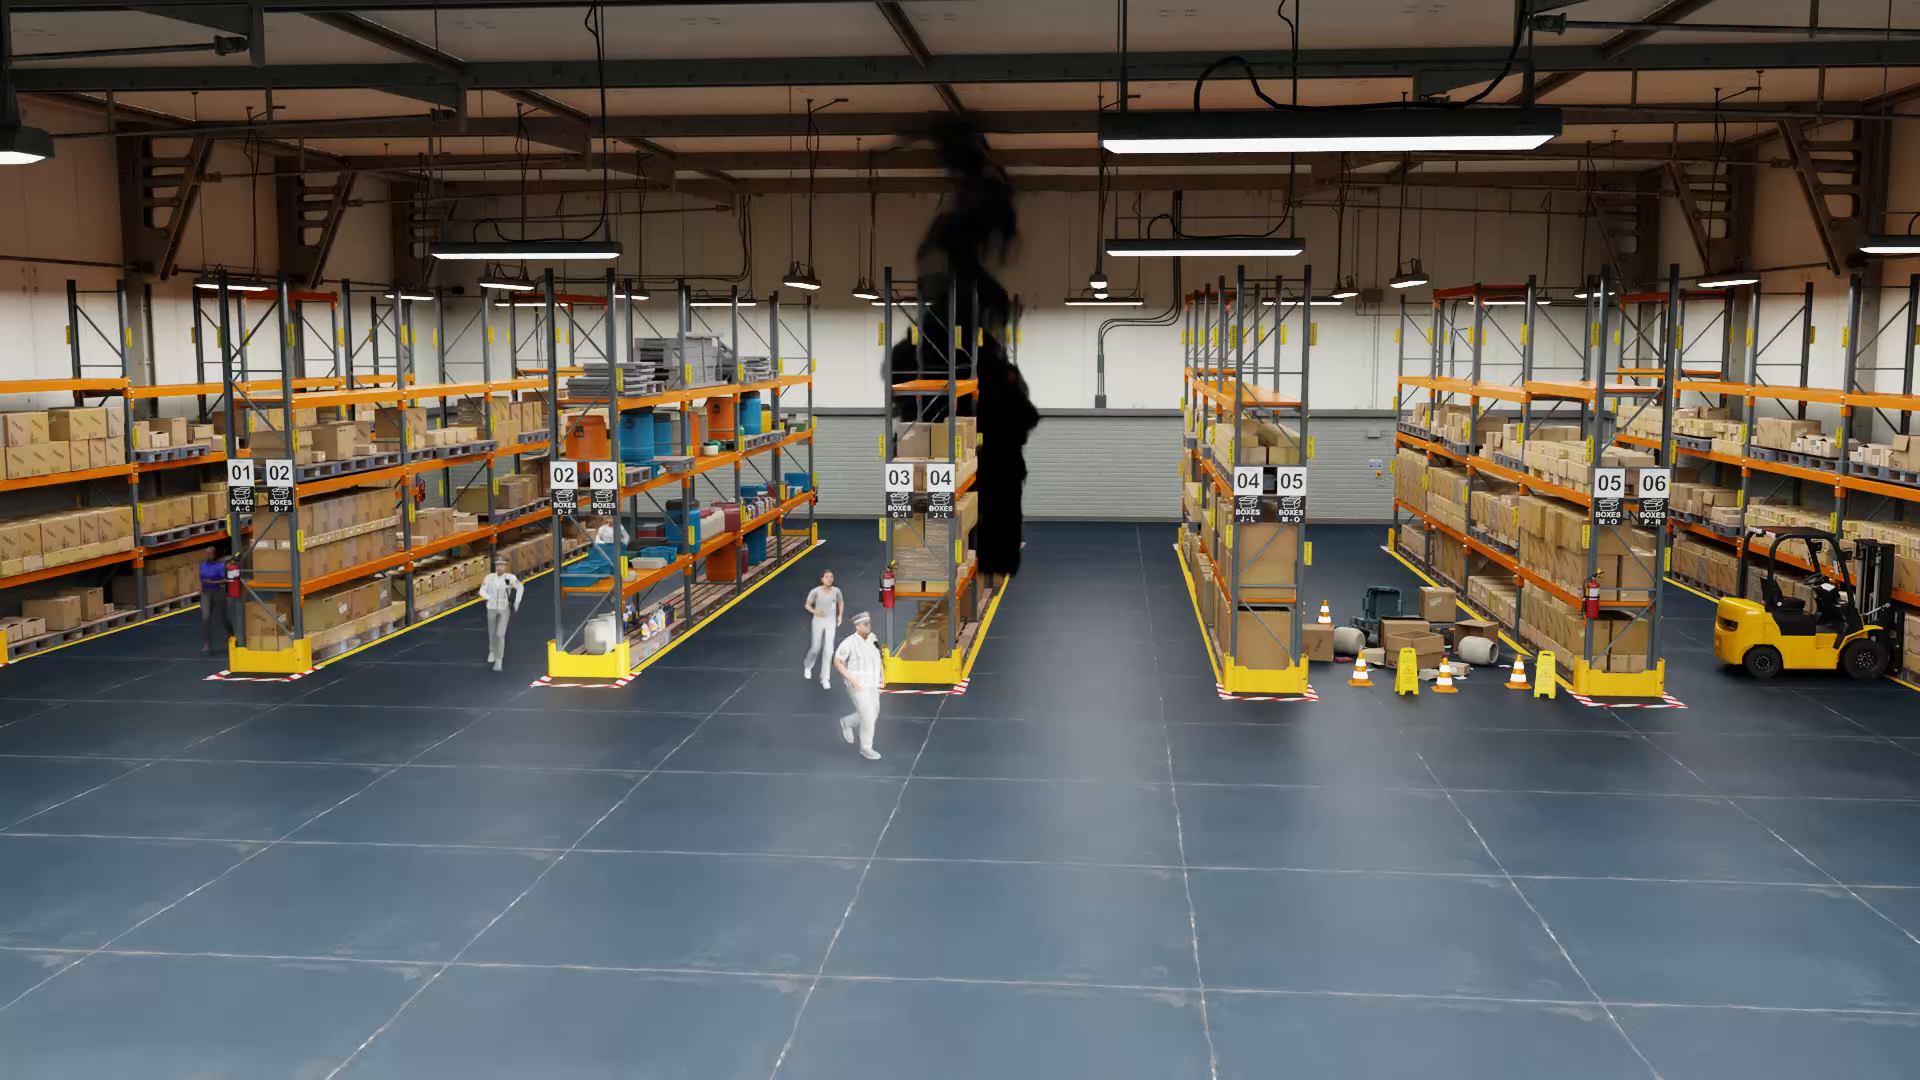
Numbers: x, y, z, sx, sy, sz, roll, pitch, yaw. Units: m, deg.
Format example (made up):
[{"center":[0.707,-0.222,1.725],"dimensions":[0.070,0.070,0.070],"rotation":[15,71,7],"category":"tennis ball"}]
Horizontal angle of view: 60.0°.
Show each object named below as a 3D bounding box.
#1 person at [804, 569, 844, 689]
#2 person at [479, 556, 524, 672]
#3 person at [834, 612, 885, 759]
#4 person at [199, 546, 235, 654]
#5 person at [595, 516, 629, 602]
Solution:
[{"center":[-1.950,1.252,24.098],"dimensions":[0.594,1.675,0.850],"rotation":[-2,7,-17],"category":"person"},{"center":[-6.979,1.084,25.275],"dimensions":[0.637,1.718,0.843],"rotation":[0,7,-3],"category":"person"},{"center":[-1.221,1.715,20.054],"dimensions":[0.752,1.755,0.683],"rotation":[6,9,38],"category":"person"},{"center":[-11.954,0.922,26.676],"dimensions":[0.567,1.661,0.933],"rotation":[0,7,-1],"category":"person"},{"center":[-6.694,0.289,31.940],"dimensions":[0.601,1.733,0.827],"rotation":[0,7,0],"category":"person"}]
